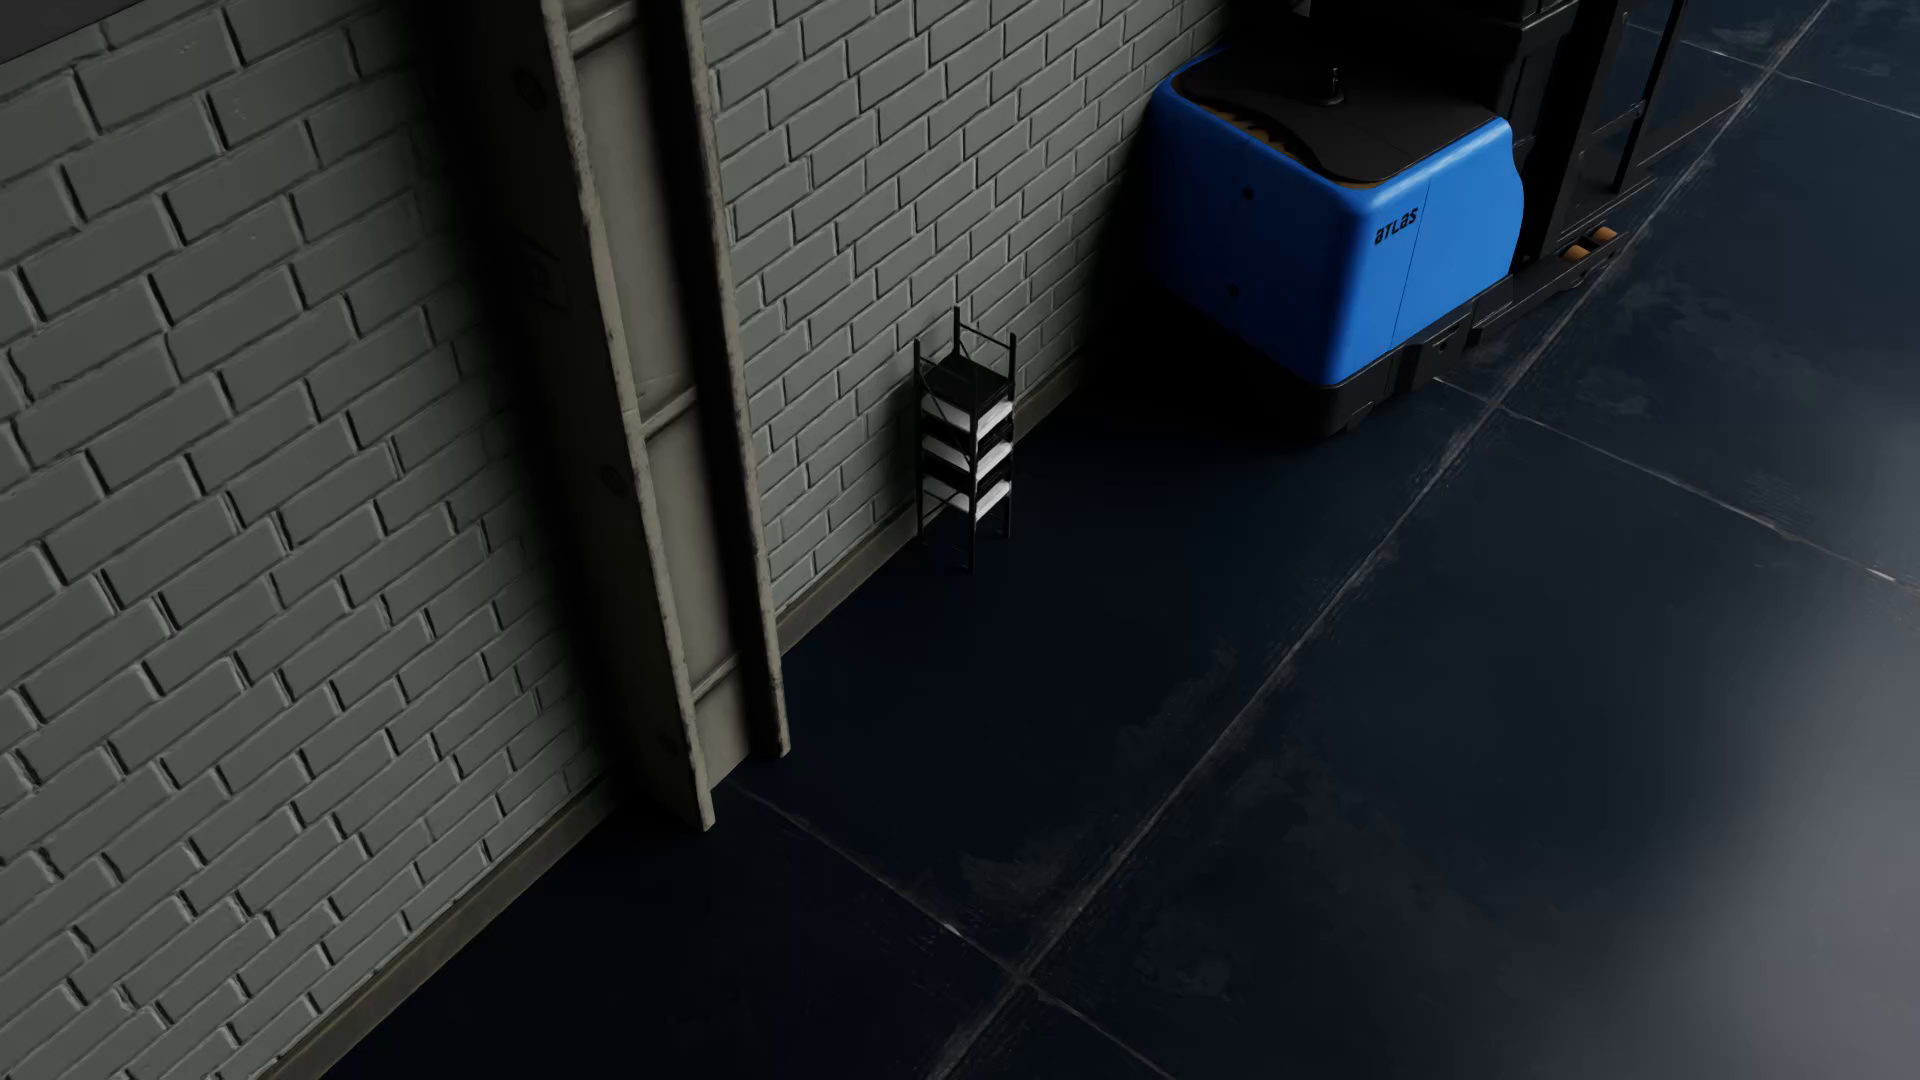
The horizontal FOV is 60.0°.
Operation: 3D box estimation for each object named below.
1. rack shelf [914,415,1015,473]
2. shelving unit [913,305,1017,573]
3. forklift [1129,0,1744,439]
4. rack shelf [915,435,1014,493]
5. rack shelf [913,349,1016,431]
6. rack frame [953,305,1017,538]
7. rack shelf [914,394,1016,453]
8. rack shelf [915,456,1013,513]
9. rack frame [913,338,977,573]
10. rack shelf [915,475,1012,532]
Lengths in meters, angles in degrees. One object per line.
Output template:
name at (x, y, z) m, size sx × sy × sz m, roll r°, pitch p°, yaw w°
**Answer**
rack shelf at (0.014, -0.351, 5.384) m, size 0.258 × 0.077 × 0.200 m, roll 29°, pitch 53°, yaw 24°
shelving unit at (0.014, -0.312, 5.425) m, size 0.258 × 0.900 × 0.210 m, roll 29°, pitch 53°, yaw 24°
forklift at (2.081, -2.294, 5.914) m, size 3.031 × 2.935 × 1.130 m, roll -32°, pitch 54°, yaw -27°
rack shelf at (0.014, -0.289, 5.449) m, size 0.258 × 0.077 × 0.200 m, roll 29°, pitch 53°, yaw 24°
rack shelf at (0.015, -0.475, 5.254) m, size 0.258 × 0.077 × 0.200 m, roll 29°, pitch 53°, yaw 24°
rack frame at (0.075, -0.371, 5.481) m, size 0.240 × 0.900 × 0.006 m, roll 29°, pitch 53°, yaw 24°
rack shelf at (0.014, -0.413, 5.319) m, size 0.258 × 0.077 × 0.200 m, roll 29°, pitch 53°, yaw 24°
rack shelf at (0.014, -0.227, 5.515) m, size 0.258 × 0.077 × 0.200 m, roll 29°, pitch 53°, yaw 24°
rack frame at (-0.047, -0.253, 5.369) m, size 0.240 × 0.900 × 0.006 m, roll 29°, pitch 53°, yaw 24°
rack shelf at (0.013, -0.165, 5.580) m, size 0.258 × 0.077 × 0.200 m, roll 29°, pitch 53°, yaw 24°
